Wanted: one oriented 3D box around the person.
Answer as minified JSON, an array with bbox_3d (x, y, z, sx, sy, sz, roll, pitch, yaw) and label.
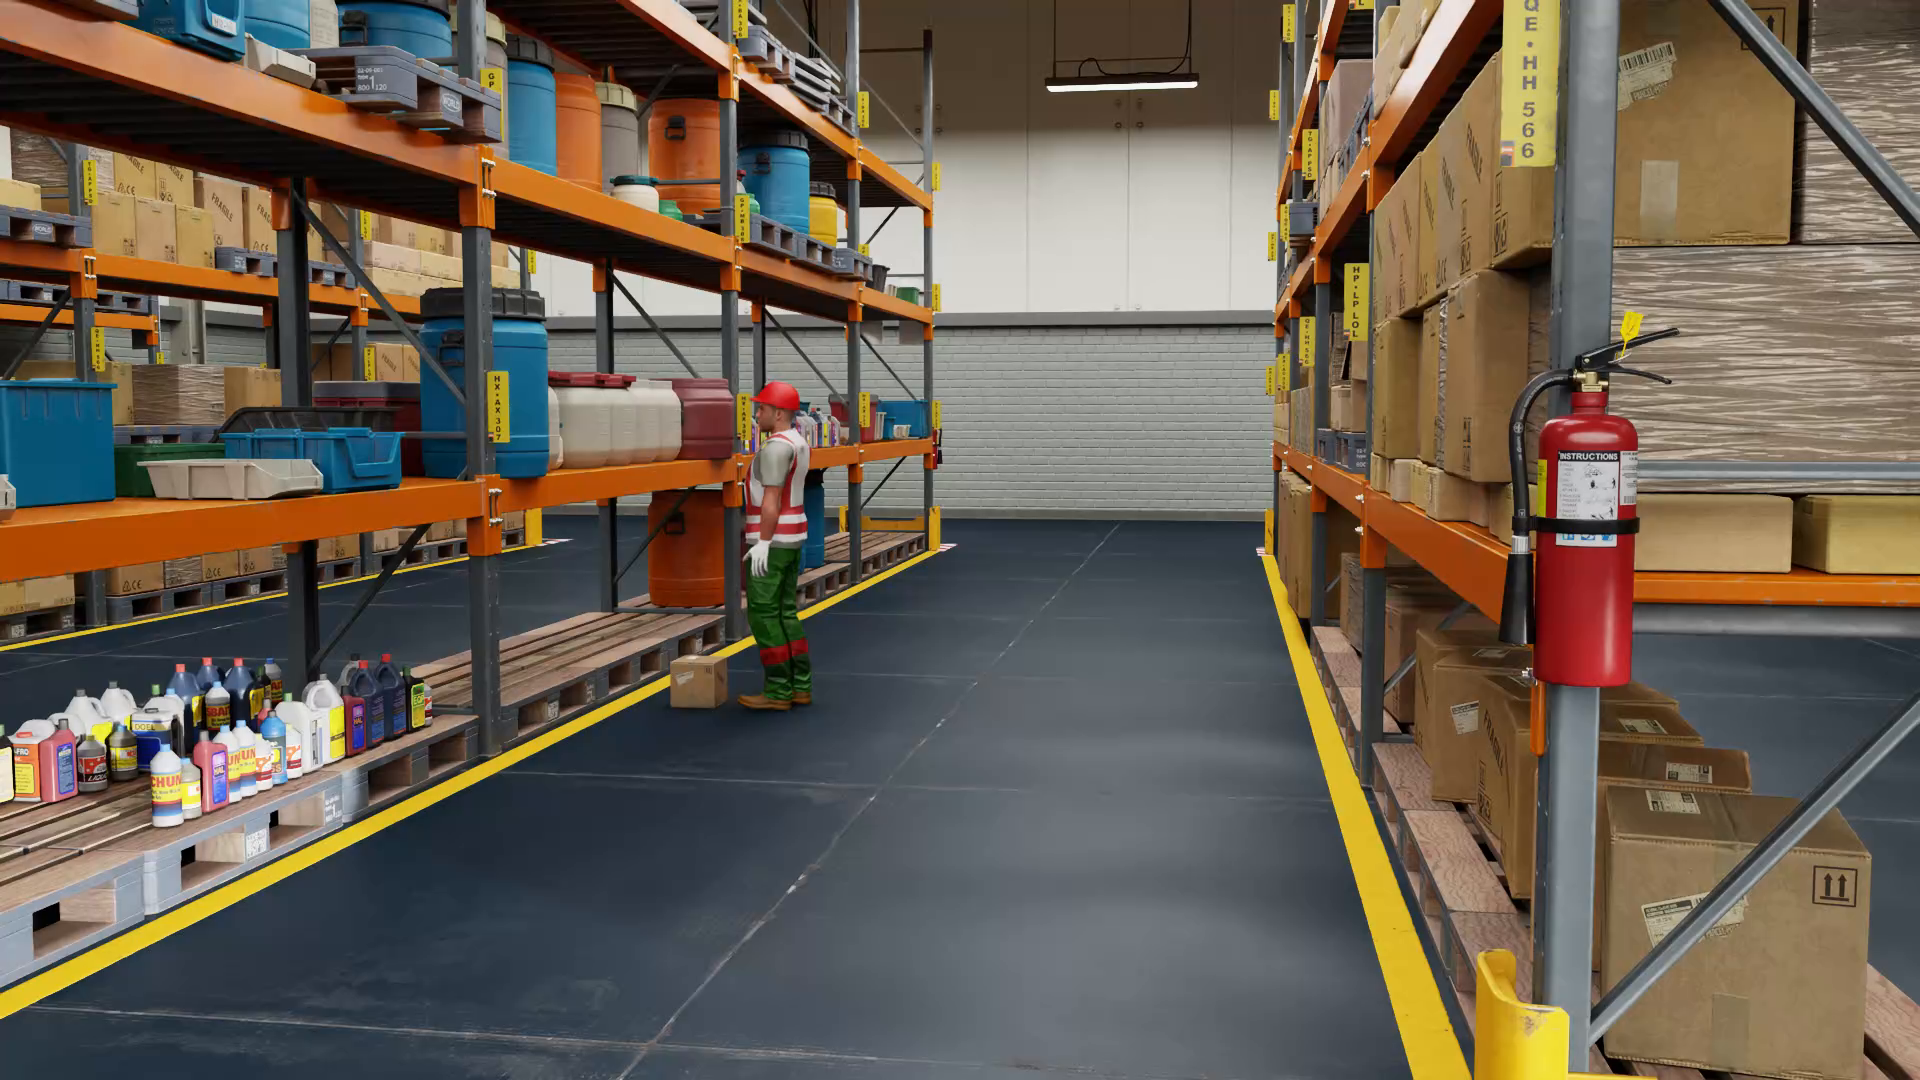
[{"bbox_3d":[-1.006,0.031,9.070,0.350,1.780,0.527,1,4,10],"label":"person"}]
